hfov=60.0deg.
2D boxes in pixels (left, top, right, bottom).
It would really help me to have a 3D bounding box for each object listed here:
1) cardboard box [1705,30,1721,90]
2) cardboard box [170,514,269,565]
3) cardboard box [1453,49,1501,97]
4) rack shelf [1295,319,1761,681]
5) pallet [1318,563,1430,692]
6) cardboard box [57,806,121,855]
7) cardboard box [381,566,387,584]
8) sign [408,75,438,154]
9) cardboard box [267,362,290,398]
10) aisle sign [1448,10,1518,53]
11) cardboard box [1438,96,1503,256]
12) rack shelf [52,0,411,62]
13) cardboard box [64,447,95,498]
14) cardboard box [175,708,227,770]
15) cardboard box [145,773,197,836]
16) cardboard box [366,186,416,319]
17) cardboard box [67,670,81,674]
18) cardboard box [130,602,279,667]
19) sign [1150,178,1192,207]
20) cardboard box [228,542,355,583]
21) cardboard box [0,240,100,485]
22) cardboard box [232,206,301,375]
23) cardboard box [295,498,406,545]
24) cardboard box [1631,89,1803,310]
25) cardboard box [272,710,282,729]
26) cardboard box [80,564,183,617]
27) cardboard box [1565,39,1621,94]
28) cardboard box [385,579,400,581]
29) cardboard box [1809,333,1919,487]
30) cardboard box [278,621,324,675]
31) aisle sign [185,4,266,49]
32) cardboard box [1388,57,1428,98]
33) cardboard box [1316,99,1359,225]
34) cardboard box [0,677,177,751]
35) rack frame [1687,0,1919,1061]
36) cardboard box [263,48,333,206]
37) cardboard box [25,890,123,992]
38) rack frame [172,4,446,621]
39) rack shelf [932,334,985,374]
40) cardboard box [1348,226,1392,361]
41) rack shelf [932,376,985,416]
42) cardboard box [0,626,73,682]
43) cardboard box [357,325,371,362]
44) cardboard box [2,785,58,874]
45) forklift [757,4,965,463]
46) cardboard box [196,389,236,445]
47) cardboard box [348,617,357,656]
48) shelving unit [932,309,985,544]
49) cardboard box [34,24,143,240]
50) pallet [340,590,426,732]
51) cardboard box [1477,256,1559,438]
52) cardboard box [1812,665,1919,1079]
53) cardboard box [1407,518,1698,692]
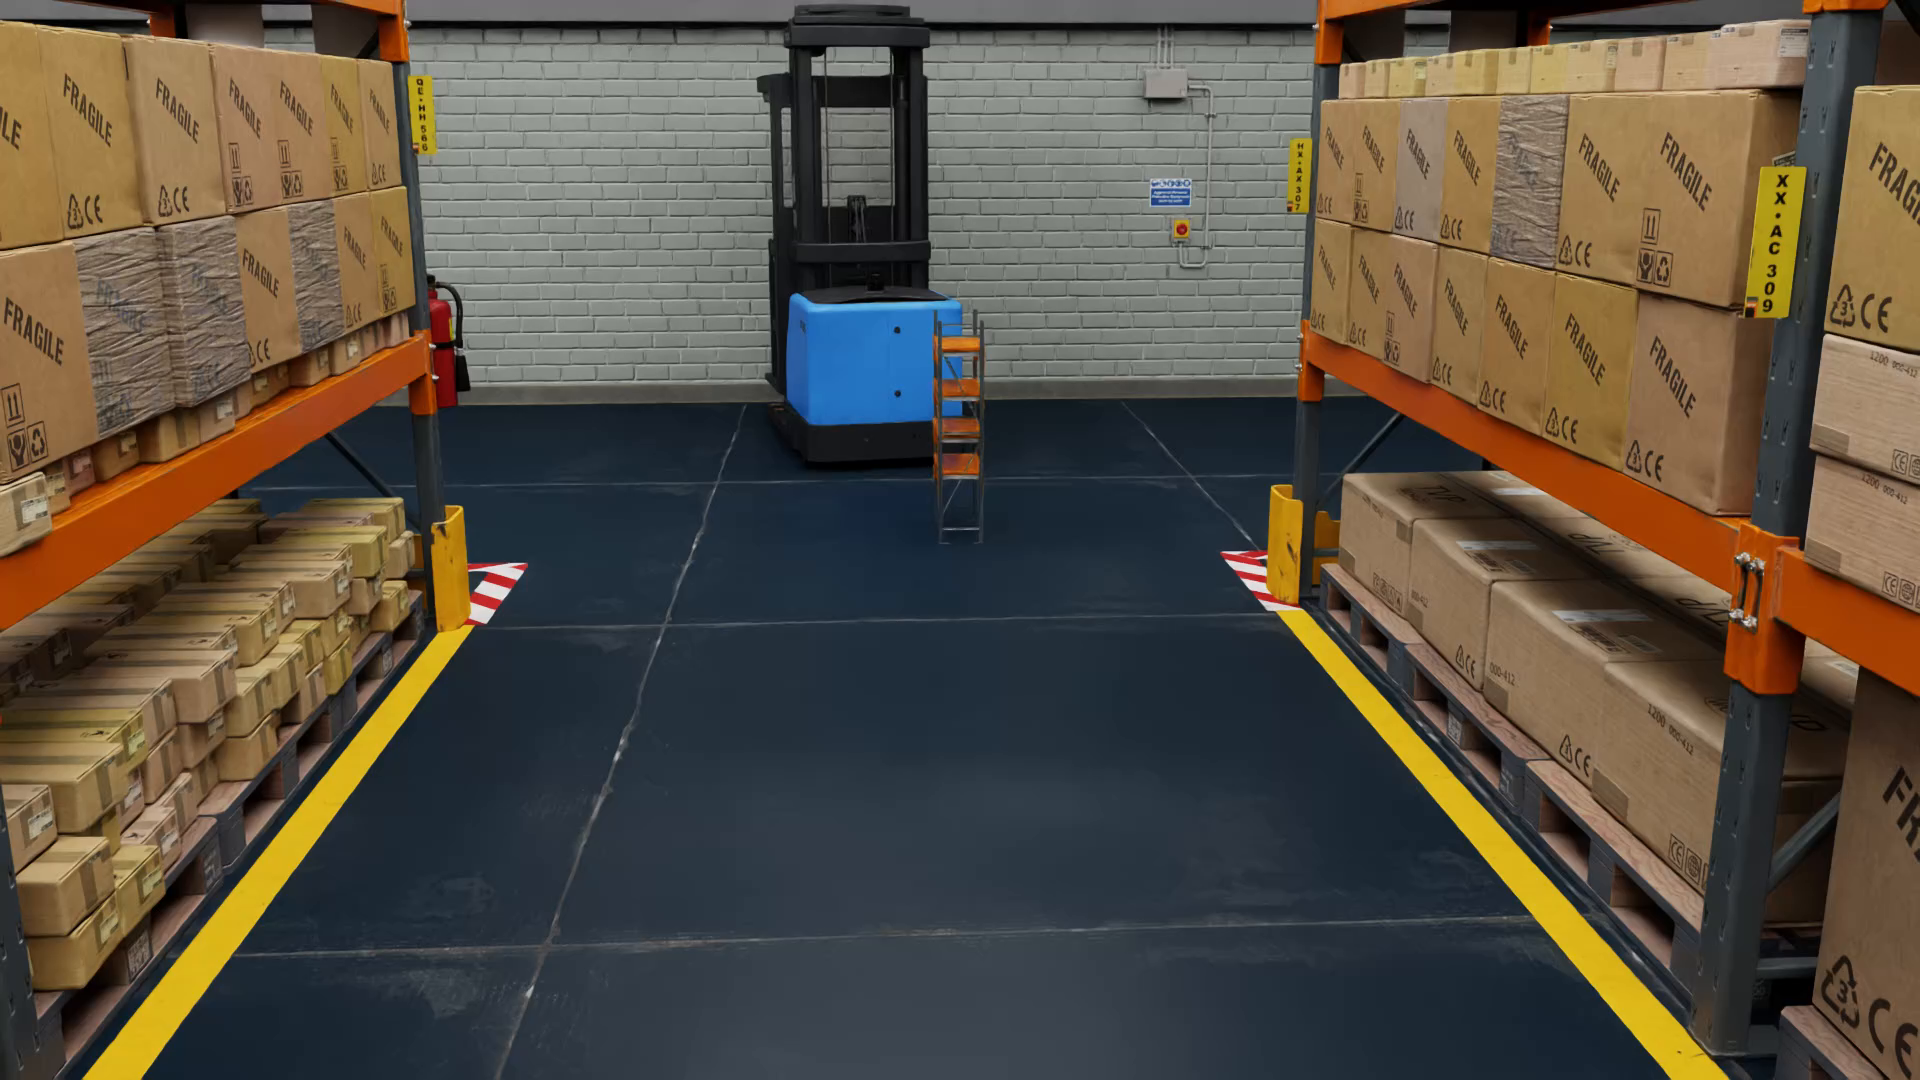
[{"bbox_3d":[2.091,-1.187,4.111,0.380,0.149,0.250,-1,14,-2],"label":"cardboard box"},{"bbox_3d":[-3.016,-0.003,6.703,0.380,0.149,0.250,-1,14,-2],"label":"cardboard box"},{"bbox_3d":[1.887,-1.564,5.576,0.380,0.149,0.250,-1,14,-5],"label":"cardboard box"},{"bbox_3d":[2.212,-0.350,5.812,1.077,0.370,4.000,-1,14,-3],"label":"rack shelf"},{"bbox_3d":[2.215,0.352,7.235,1.003,0.211,1.213,-1,14,-3],"label":"pallet"},{"bbox_3d":[-2.407,0.777,4.269,0.380,0.149,0.250,-1,14,-3],"label":"cardboard box"},{"bbox_3d":[-2.567,0.131,6.778,0.380,0.149,0.250,-1,14,-5],"label":"cardboard box"},{"bbox_3d":[-2.291,-1.812,7.091,0.100,0.325,0.005,-1,14,-3],"label":"sign"},{"bbox_3d":[-2.552,-0.574,5.743,0.380,0.149,0.250,-1,15,-6],"label":"cardboard box"},{"bbox_3d":[2.393,-2.478,7.420,0.394,0.787,0.004,-1,14,-3],"label":"aisle sign"},{"bbox_3d":[1.944,-1.225,5.559,0.500,0.500,0.500,-1,14,-3],"label":"cardboard box"},{"bbox_3d":[-2.723,-1.701,5.043,1.077,0.370,4.000,-1,14,-3],"label":"rack shelf"},{"bbox_3d":[-2.449,-0.182,4.219,0.380,0.149,0.250,-2,15,-6],"label":"cardboard box"},{"bbox_3d":[-2.466,0.581,5.031,0.380,0.149,0.250,0,14,-1],"label":"cardboard box"},{"bbox_3d":[-2.450,0.792,4.805,0.380,0.149,0.250,-1,14,-5],"label":"cardboard box"},{"bbox_3d":[-2.562,-1.179,6.792,0.500,0.500,0.500,-1,14,-2],"label":"cardboard box"},{"bbox_3d":[-2.922,0.466,5.479,0.380,0.149,0.250,0,14,-1],"label":"cardboard box"},{"bbox_3d":[-2.485,0.312,5.481,0.380,0.149,0.250,-1,14,-3],"label":"cardboard box"},{"bbox_3d":[1.663,-2.743,13.127,0.327,0.218,0.001,-1,14,-3],"label":"sign"},{"bbox_3d":[-2.507,0.114,6.250,0.380,0.149,0.250,-1,15,-6],"label":"cardboard box"},{"bbox_3d":[-2.378,-0.419,3.839,0.500,0.500,0.500,-1,14,-4],"label":"cardboard box"},{"bbox_3d":[-2.474,-0.801,5.322,0.500,0.500,0.500,0,14,-1],"label":"cardboard box"},{"bbox_3d":[-2.561,-0.078,6.993,0.380,0.149,0.250,-1,14,-3],"label":"cardboard box"},{"bbox_3d":[2.031,-0.847,4.091,0.500,0.500,0.500,-1,14,-4],"label":"cardboard box"},{"bbox_3d":[-2.514,0.596,5.569,0.380,0.149,0.250,0,14,-2],"label":"cardboard box"},{"bbox_3d":[-3.023,0.191,5.949,0.380,0.149,0.250,0,14,-1],"label":"cardboard box"},{"bbox_3d":[2.000,-1.374,4.836,0.380,0.149,0.250,-1,14,-4],"label":"cardboard box"},{"bbox_3d":[-2.606,0.210,7.067,0.380,0.149,0.250,-1,14,-2],"label":"cardboard box"},{"bbox_3d":[2.081,-0.257,3.303,0.500,0.250,0.500,-1,14,-5],"label":"cardboard box"},{"bbox_3d":[-2.453,0.387,5.783,0.380,0.149,0.250,0,14,-1],"label":"cardboard box"},{"bbox_3d":[-3.151,-2.367,6.989,0.394,0.787,0.004,-1,14,-3],"label":"aisle sign"},{"bbox_3d":[1.857,-1.755,6.317,0.380,0.149,0.250,-1,14,-5],"label":"cardboard box"},{"bbox_3d":[1.833,-1.605,7.037,0.500,0.500,0.500,-1,14,-5],"label":"cardboard box"},{"bbox_3d":[-2.475,0.505,4.730,0.380,0.149,0.250,-1,14,-5],"label":"cardboard box"},{"bbox_3d":[2.335,-0.201,3.789,1.000,3.000,0.127,-1,14,-3],"label":"rack frame"},{"bbox_3d":[-2.497,-1.406,5.667,0.500,0.500,0.500,0,14,-1],"label":"cardboard box"},{"bbox_3d":[-2.301,0.982,4.068,0.380,0.149,0.250,-2,15,-6],"label":"cardboard box"},{"bbox_3d":[-2.847,-1.095,7.261,1.000,3.000,0.127,-1,14,-3],"label":"rack frame"},{"bbox_3d":[-0.010,-1.003,8.939,0.258,0.148,0.480,-1,14,-3],"label":"rack shelf"},{"bbox_3d":[1.890,-0.995,6.674,0.500,0.500,0.500,-1,14,-4],"label":"cardboard box"},{"bbox_3d":[-0.010,-0.774,8.998,0.258,0.148,0.480,-1,14,-3],"label":"rack shelf"},{"bbox_3d":[-3.035,0.382,5.208,0.380,0.149,0.250,-1,14,-5],"label":"cardboard box"},{"bbox_3d":[-2.536,-0.772,6.510,0.380,0.149,0.250,-1,14,-4],"label":"cardboard box"},{"bbox_3d":[-2.413,0.701,3.968,0.380,0.149,0.250,0,14,-1],"label":"cardboard box"},{"bbox_3d":[-0.821,-2.241,11.853,1.130,2.935,3.031,-4,15,-14],"label":"forklift"},{"bbox_3d":[-2.420,-0.380,4.989,0.380,0.149,0.250,0,14,-1],"label":"cardboard box"},{"bbox_3d":[-2.530,0.401,6.326,0.380,0.149,0.250,-1,14,-3],"label":"cardboard box"},{"bbox_3d":[-0.010,-0.622,9.037,0.258,1.200,0.503,-1,14,-3],"label":"shelving unit"},{"bbox_3d":[-2.431,-1.021,4.171,0.500,0.500,0.500,-1,14,-5],"label":"cardboard box"},{"bbox_3d":[-2.827,0.477,6.747,1.003,0.211,1.213,-1,14,-3],"label":"pallet"},{"bbox_3d":[1.968,-0.614,5.192,0.500,0.500,0.500,-1,14,-4],"label":"cardboard box"},{"bbox_3d":[2.454,0.777,3.407,0.875,0.875,0.875,0,14,-2],"label":"cardboard box"},{"bbox_3d":[2.293,0.231,6.406,0.875,0.438,0.875,0,14,-2],"label":"cardboard box"}]
